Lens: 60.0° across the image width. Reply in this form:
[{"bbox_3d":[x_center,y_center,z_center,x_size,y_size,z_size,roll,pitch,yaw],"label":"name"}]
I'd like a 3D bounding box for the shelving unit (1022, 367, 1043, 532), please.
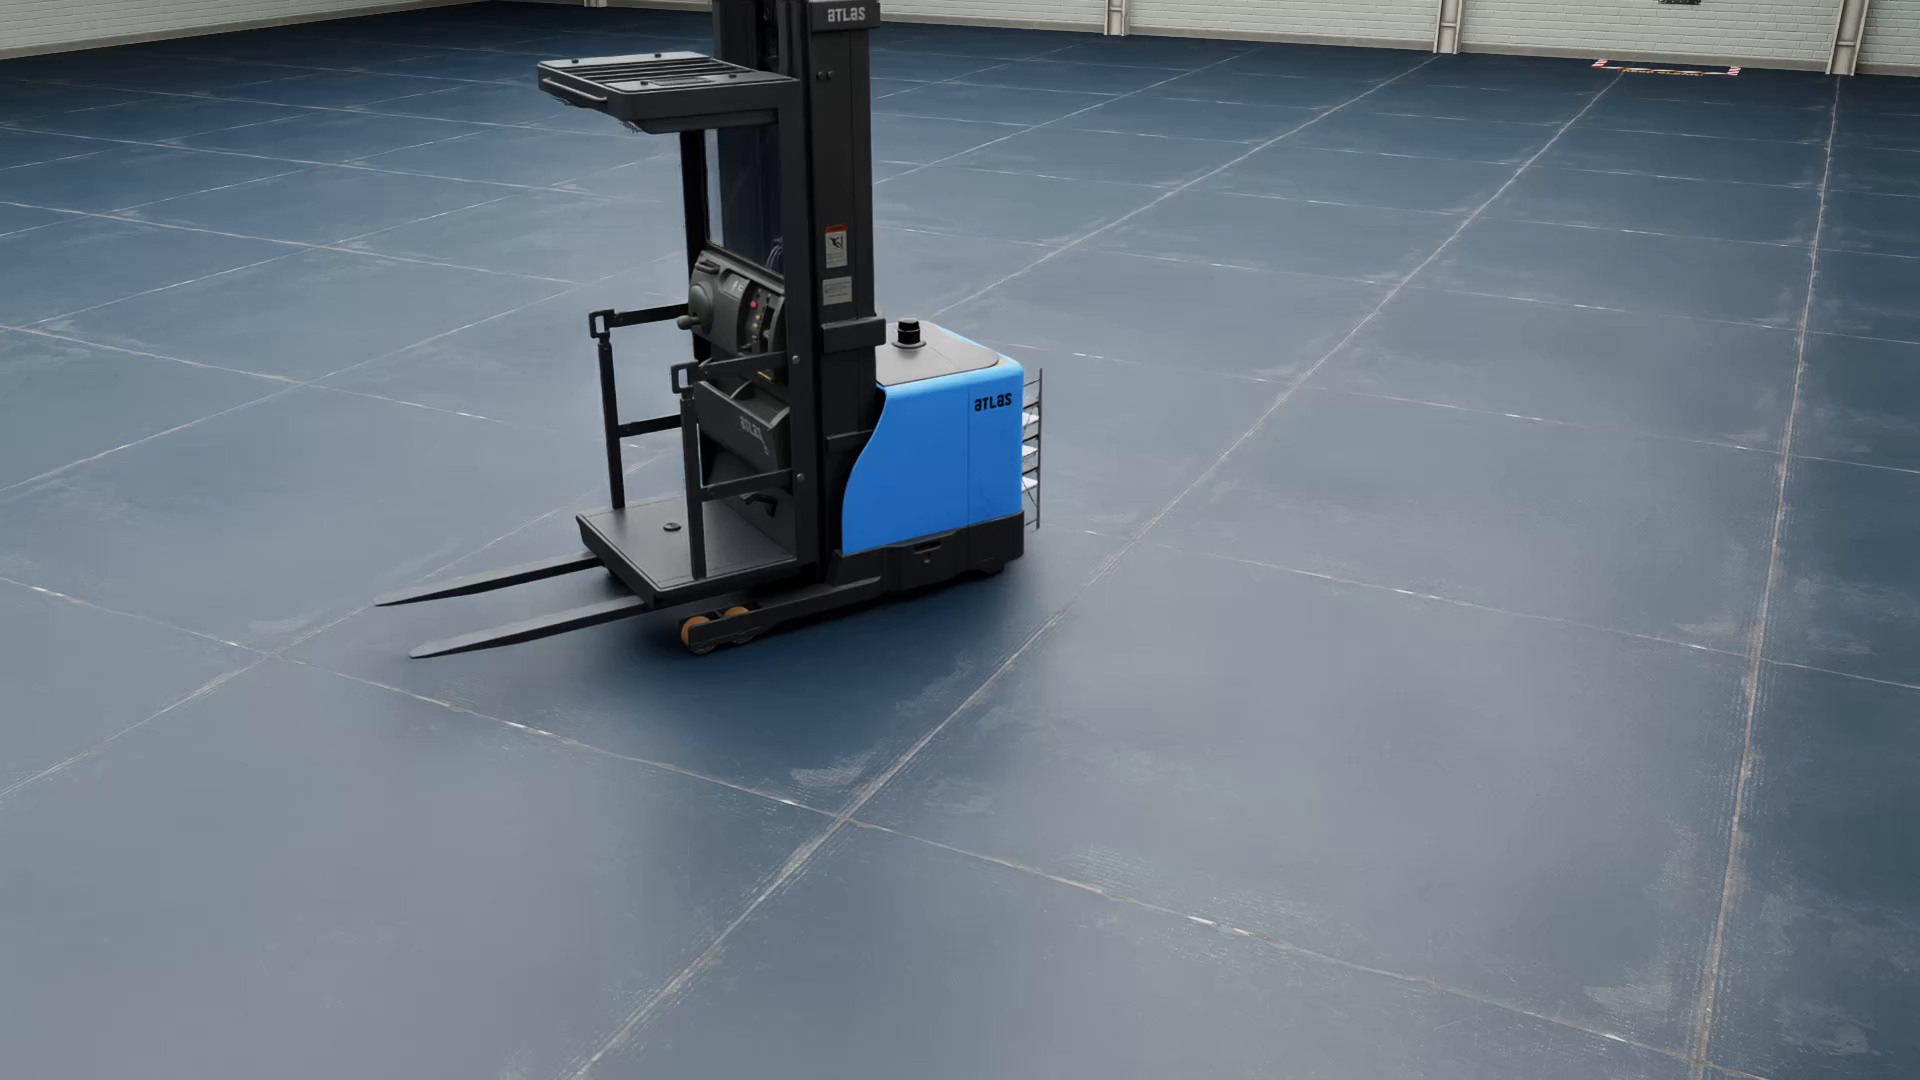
[{"bbox_3d":[0.269,-0.462,8.686,0.210,0.900,0.258,17,28,35],"label":"shelving unit"}]

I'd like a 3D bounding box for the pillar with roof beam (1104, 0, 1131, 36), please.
[{"bbox_3d":[0.957,-11.972,25.402,0.400,9.000,9.100,11,25,25],"label":"pillar with roof beam"}]

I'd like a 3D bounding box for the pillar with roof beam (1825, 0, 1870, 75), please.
[{"bbox_3d":[11.666,-9.853,20.419,0.400,9.000,9.100,11,25,25],"label":"pillar with roof beam"}]

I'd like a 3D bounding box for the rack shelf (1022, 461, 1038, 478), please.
[{"bbox_3d":[0.269,-0.348,8.734,0.200,0.077,0.258,17,28,35],"label":"rack shelf"}]

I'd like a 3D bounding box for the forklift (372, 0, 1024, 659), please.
[{"bbox_3d":[-1.201,-1.069,7.520,3.031,2.935,1.130,-14,27,-29],"label":"forklift"}]

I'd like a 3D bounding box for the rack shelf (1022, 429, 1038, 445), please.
[{"bbox_3d":[0.269,-0.514,8.663,0.200,0.077,0.258,17,28,35],"label":"rack shelf"}]

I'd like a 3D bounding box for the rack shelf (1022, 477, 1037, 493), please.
[{"bbox_3d":[0.269,-0.265,8.769,0.200,0.077,0.258,17,28,35],"label":"rack shelf"}]

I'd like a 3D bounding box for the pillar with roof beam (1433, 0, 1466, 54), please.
[{"bbox_3d":[6.312,-10.912,22.910,0.400,9.000,9.100,11,25,25],"label":"pillar with roof beam"}]

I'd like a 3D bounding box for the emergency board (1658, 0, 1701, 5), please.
[{"bbox_3d":[11.421,-9.053,26.205,0.626,1.169,0.157,11,25,25],"label":"emergency board"}]

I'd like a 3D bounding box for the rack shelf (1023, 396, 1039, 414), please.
[{"bbox_3d":[0.269,-0.679,8.593,0.200,0.077,0.258,17,28,35],"label":"rack shelf"}]

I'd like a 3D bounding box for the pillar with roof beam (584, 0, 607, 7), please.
[{"bbox_3d":[-9.752,-14.090,30.384,0.400,9.000,9.100,11,25,25],"label":"pillar with roof beam"}]

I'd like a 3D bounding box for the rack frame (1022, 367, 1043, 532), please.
[{"bbox_3d":[0.348,-0.437,8.628,0.006,0.900,0.240,17,28,35],"label":"rack frame"}]

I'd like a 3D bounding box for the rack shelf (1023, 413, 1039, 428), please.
[{"bbox_3d":[0.269,-0.597,8.628,0.200,0.077,0.258,17,28,35],"label":"rack shelf"}]

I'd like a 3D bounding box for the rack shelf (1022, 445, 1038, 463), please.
[{"bbox_3d":[0.269,-0.431,8.699,0.200,0.077,0.258,17,28,35],"label":"rack shelf"}]
